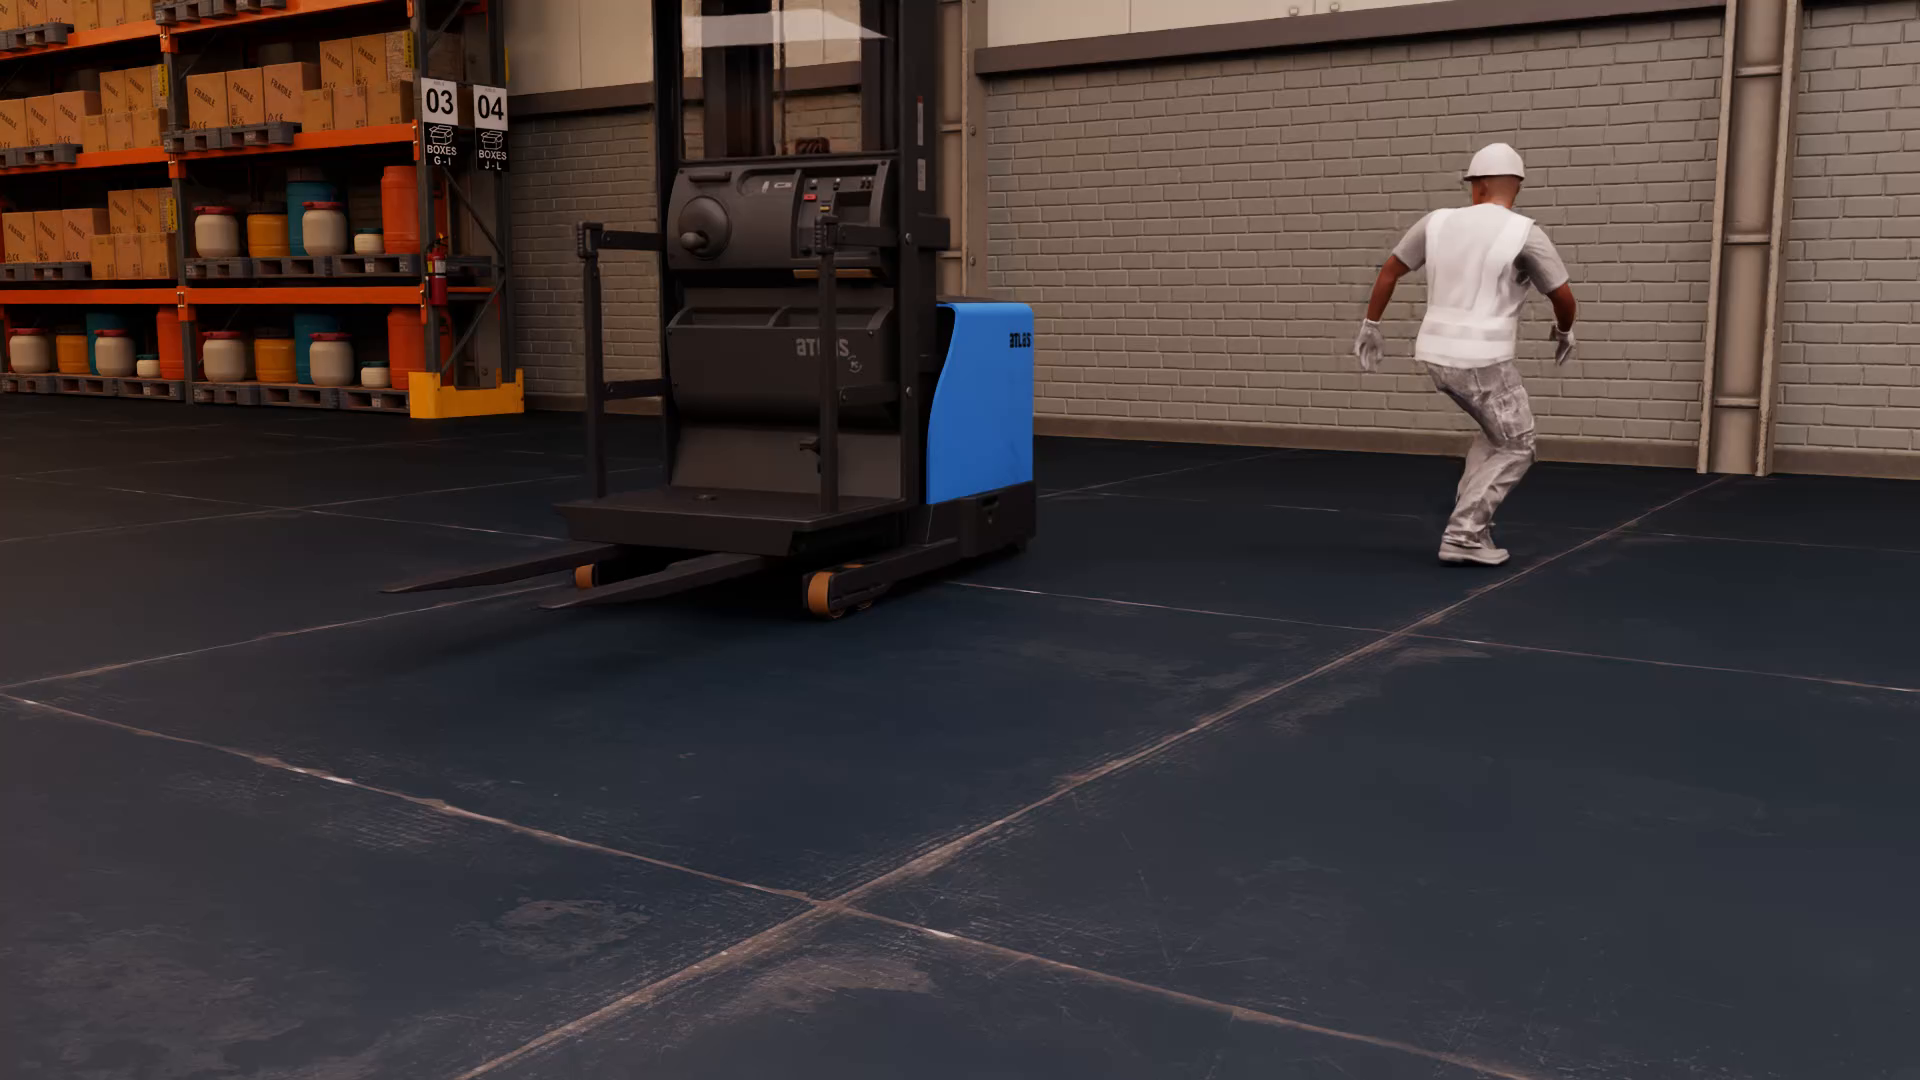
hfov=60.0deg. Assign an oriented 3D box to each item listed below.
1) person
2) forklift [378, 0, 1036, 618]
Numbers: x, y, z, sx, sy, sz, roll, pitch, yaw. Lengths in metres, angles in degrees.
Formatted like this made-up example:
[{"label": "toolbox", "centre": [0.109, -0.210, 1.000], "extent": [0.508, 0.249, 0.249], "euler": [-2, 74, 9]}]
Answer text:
[{"label": "person", "centre": [2.132, -0.733, 6.841], "extent": [0.797, 1.759, 0.689], "euler": [-3, 9, -23]}, {"label": "forklift", "centre": [-0.773, -1.251, 5.991], "extent": [1.130, 2.935, 3.031], "euler": [4, 9, 26]}]
